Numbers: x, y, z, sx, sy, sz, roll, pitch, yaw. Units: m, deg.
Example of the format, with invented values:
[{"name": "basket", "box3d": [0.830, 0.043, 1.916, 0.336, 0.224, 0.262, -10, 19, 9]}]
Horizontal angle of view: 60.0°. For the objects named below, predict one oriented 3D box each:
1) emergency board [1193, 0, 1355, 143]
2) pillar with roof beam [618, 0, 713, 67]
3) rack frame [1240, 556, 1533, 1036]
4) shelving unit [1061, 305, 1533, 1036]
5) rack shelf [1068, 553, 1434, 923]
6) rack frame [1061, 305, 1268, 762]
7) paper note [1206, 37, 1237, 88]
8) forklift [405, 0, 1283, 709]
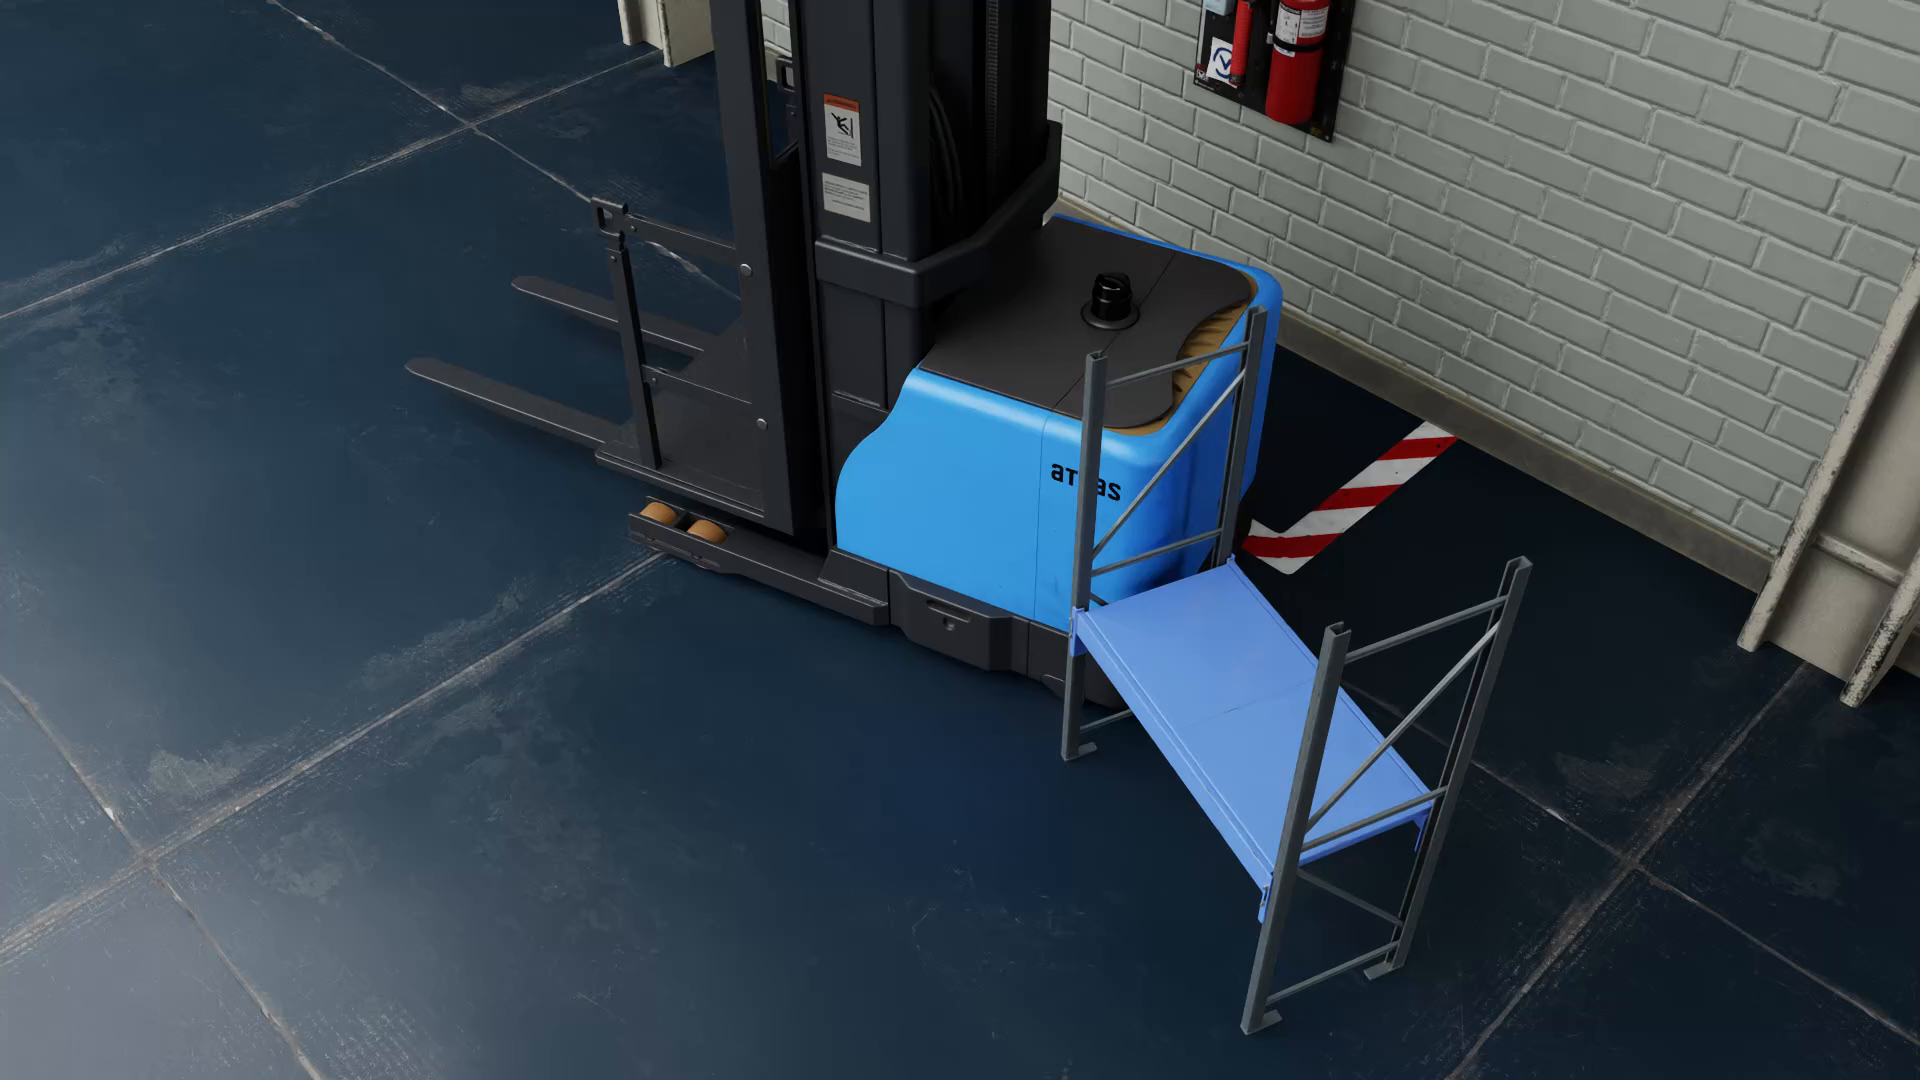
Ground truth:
[{"name": "emergency board", "box3d": [1.044, -1.950, 5.650, 0.194, 1.169, 0.643, -34, 53, -31]}, {"name": "pillar with roof beam", "box3d": [-4.524, -3.767, 3.196, 9.100, 9.000, 0.400, -34, 53, -31]}, {"name": "rack frame", "box3d": [0.969, 0.665, 3.926, 0.500, 1.500, 0.032, -18, 46, -18]}, {"name": "shelving unit", "box3d": [0.754, 0.352, 4.264, 0.538, 1.500, 1.048, -18, 46, -18]}, {"name": "rack shelf", "box3d": [0.754, 0.484, 4.386, 0.538, 0.185, 1.000, -18, 46, -18]}, {"name": "rack frame", "box3d": [0.539, 0.039, 4.602, 0.500, 1.500, 0.032, -18, 46, -18]}, {"name": "paper note", "box3d": [0.967, -1.745, 6.077, 0.016, 0.148, 0.142, -34, 53, -31]}, {"name": "forklift", "box3d": [-0.551, -1.273, 4.968, 3.031, 2.935, 1.130, 20, 46, 20]}]
